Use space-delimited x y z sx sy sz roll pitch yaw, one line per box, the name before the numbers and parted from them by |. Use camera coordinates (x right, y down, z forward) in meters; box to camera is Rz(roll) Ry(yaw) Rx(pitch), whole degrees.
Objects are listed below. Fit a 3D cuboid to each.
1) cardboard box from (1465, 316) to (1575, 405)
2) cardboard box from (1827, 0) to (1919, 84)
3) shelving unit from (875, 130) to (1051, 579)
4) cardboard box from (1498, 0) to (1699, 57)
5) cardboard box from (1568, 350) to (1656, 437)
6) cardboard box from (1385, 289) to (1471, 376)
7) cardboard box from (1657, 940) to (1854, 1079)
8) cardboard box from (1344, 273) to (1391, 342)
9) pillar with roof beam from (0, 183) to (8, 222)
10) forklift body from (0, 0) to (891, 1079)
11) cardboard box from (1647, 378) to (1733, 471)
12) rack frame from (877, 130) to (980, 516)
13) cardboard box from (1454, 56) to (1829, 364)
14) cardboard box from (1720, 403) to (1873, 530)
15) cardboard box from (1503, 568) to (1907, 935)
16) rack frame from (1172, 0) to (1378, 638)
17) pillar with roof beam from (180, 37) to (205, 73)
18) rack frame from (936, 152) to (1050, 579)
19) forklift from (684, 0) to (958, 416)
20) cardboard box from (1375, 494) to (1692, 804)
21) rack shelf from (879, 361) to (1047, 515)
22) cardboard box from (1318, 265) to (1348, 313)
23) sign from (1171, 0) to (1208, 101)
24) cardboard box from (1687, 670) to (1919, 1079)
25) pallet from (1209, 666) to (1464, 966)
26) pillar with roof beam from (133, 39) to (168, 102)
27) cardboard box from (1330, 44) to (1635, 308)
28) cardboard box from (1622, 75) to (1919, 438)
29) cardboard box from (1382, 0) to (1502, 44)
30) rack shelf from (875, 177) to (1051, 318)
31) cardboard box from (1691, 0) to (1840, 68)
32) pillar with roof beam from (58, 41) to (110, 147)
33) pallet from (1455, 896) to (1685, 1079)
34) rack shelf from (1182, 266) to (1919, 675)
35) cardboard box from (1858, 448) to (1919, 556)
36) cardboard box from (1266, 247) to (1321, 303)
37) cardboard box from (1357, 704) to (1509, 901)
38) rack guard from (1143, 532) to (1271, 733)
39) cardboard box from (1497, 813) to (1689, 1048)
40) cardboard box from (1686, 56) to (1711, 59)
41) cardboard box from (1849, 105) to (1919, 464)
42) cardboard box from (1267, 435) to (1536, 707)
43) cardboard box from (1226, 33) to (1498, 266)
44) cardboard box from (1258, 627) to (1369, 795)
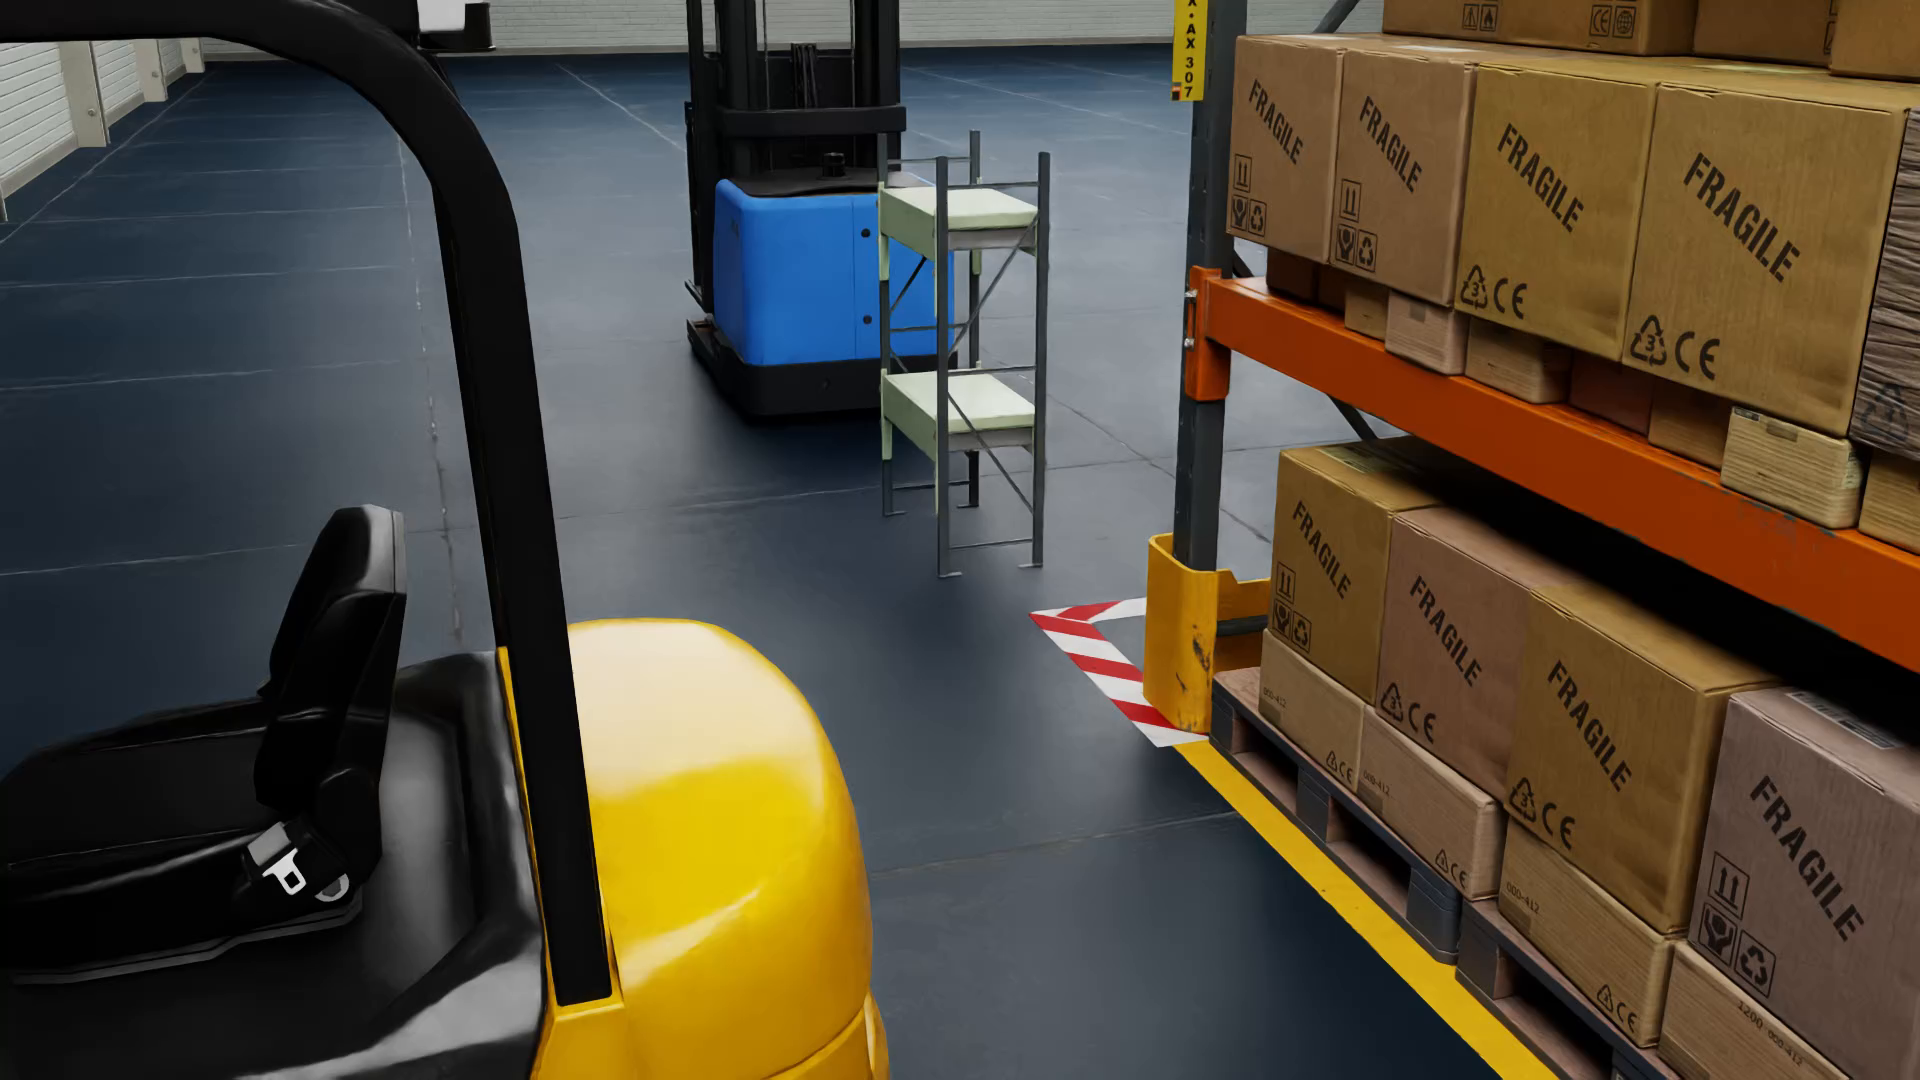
cardboard box | 1.287 -0.395 3.452 0.380 0.149 0.250 -6 21 -16
cardboard box | 1.931 -1.010 2.724 0.700 0.500 0.500 -7 21 -18
shelving unit | -0.002 -0.708 6.169 0.431 1.500 0.755 -6 21 -17
cardboard box | 1.648 -1.337 3.636 0.700 0.500 0.500 -6 21 -17
cardboard box | 1.427 -0.317 3.233 0.380 0.149 0.250 -6 21 -15
cardboard box | 1.174 -0.475 3.673 0.380 0.149 0.250 -6 21 -16
cardboard box | 1.612 0.902 2.915 0.500 0.250 0.500 -6 21 -16
cardboard box | 1.138 -0.561 3.913 0.380 0.149 0.250 -7 21 -19
pillar with roof beam | -3.904 -7.268 13.338 9.100 9.000 0.400 -6 21 -17
forklift body | -1.255 0.359 2.235 2.313 2.155 1.214 -6 21 -17
cardboard box | 1.482 -0.229 2.989 0.380 0.149 0.250 -7 21 -19
rack frame | -0.117 -0.825 6.496 0.400 1.500 0.023 -6 21 -17
cardboard box | 1.341 -0.660 3.229 0.500 0.500 0.500 -7 21 -18
cardboard box | 1.505 -0.142 2.747 0.380 0.149 0.250 -6 21 -17
cardboard box | 1.446 0.385 3.245 0.500 0.500 0.500 -6 21 -16
rack frame | 1.128 -0.984 4.718 1.000 3.000 0.127 -6 21 -17
pillar with roof beam | -9.562 -13.044 29.420 9.100 9.000 0.400 -6 21 -17
rack frame | 0.113 -0.591 5.842 0.400 1.500 0.023 -6 21 -17
forklift | -0.919 -2.429 8.842 1.130 2.935 3.031 -6 21 -15
cardboard box | 1.296 0.223 3.696 0.500 0.500 0.500 -7 21 -19
rack shelf | -0.002 -0.401 6.279 0.431 0.370 0.720 -6 21 -17
cardboard box | 1.132 -0.655 4.174 0.380 0.149 0.250 -6 21 -16
sign | 0.613 -1.333 4.411 0.100 0.325 0.005 -6 21 -17
cardboard box | 1.622 0.555 2.770 0.500 0.500 0.500 -5 20 -14
pallet | 1.374 0.617 4.385 1.003 0.211 1.213 -6 21 -17
pillar with roof beam | -7.676 -11.119 24.059 9.100 9.000 0.400 -6 21 -17
cardboard box | 1.180 -0.823 3.684 0.500 0.500 0.500 -6 21 -16
cardboard box | 1.509 -0.498 2.777 0.500 0.500 0.500 -7 21 -18
cardboard box | 1.496 -1.501 4.090 0.700 0.500 0.500 -7 21 -19
rack shelf | -0.002 -1.075 6.037 0.431 0.370 0.720 -6 21 -17
cardboard box | 1.906 -1.185 3.210 0.700 0.500 0.500 -7 21 -18
pillar with roof beam | -5.790 -9.193 18.699 9.100 9.000 0.400 -6 21 -17
pallet | 1.754 1.008 3.297 1.003 0.211 1.213 -6 21 -17
rack shelf | 1.757 -0.003 3.053 1.077 0.370 4.000 -6 21 -17
cardboard box | 1.621 -0.064 2.528 0.380 0.149 0.250 -7 21 -18
cardboard box | 1.039 -0.735 4.396 0.380 0.149 0.250 -6 21 -17
cardboard box | 1.273 0.566 3.851 0.500 0.250 0.500 -6 21 -15
rack guard | 1.152 0.217 5.073 1.175 0.500 0.348 -6 21 -17
cardboard box | 1.456 0.739 3.367 0.500 0.250 0.500 -5 20 -14
cardboard box | 1.713 -0.865 3.799 0.500 0.500 0.500 -6 21 -17
cardboard box | 1.674 -0.334 2.321 0.500 0.500 0.500 -6 21 -16
cardboard box | 1.127 0.056 4.161 0.500 0.500 0.500 -7 21 -19
cardboard box | 1.014 -0.989 4.146 0.500 0.500 0.500 -7 21 -18
cardboard box | 1.119 0.401 4.309 0.500 0.250 0.500 -7 21 -18
